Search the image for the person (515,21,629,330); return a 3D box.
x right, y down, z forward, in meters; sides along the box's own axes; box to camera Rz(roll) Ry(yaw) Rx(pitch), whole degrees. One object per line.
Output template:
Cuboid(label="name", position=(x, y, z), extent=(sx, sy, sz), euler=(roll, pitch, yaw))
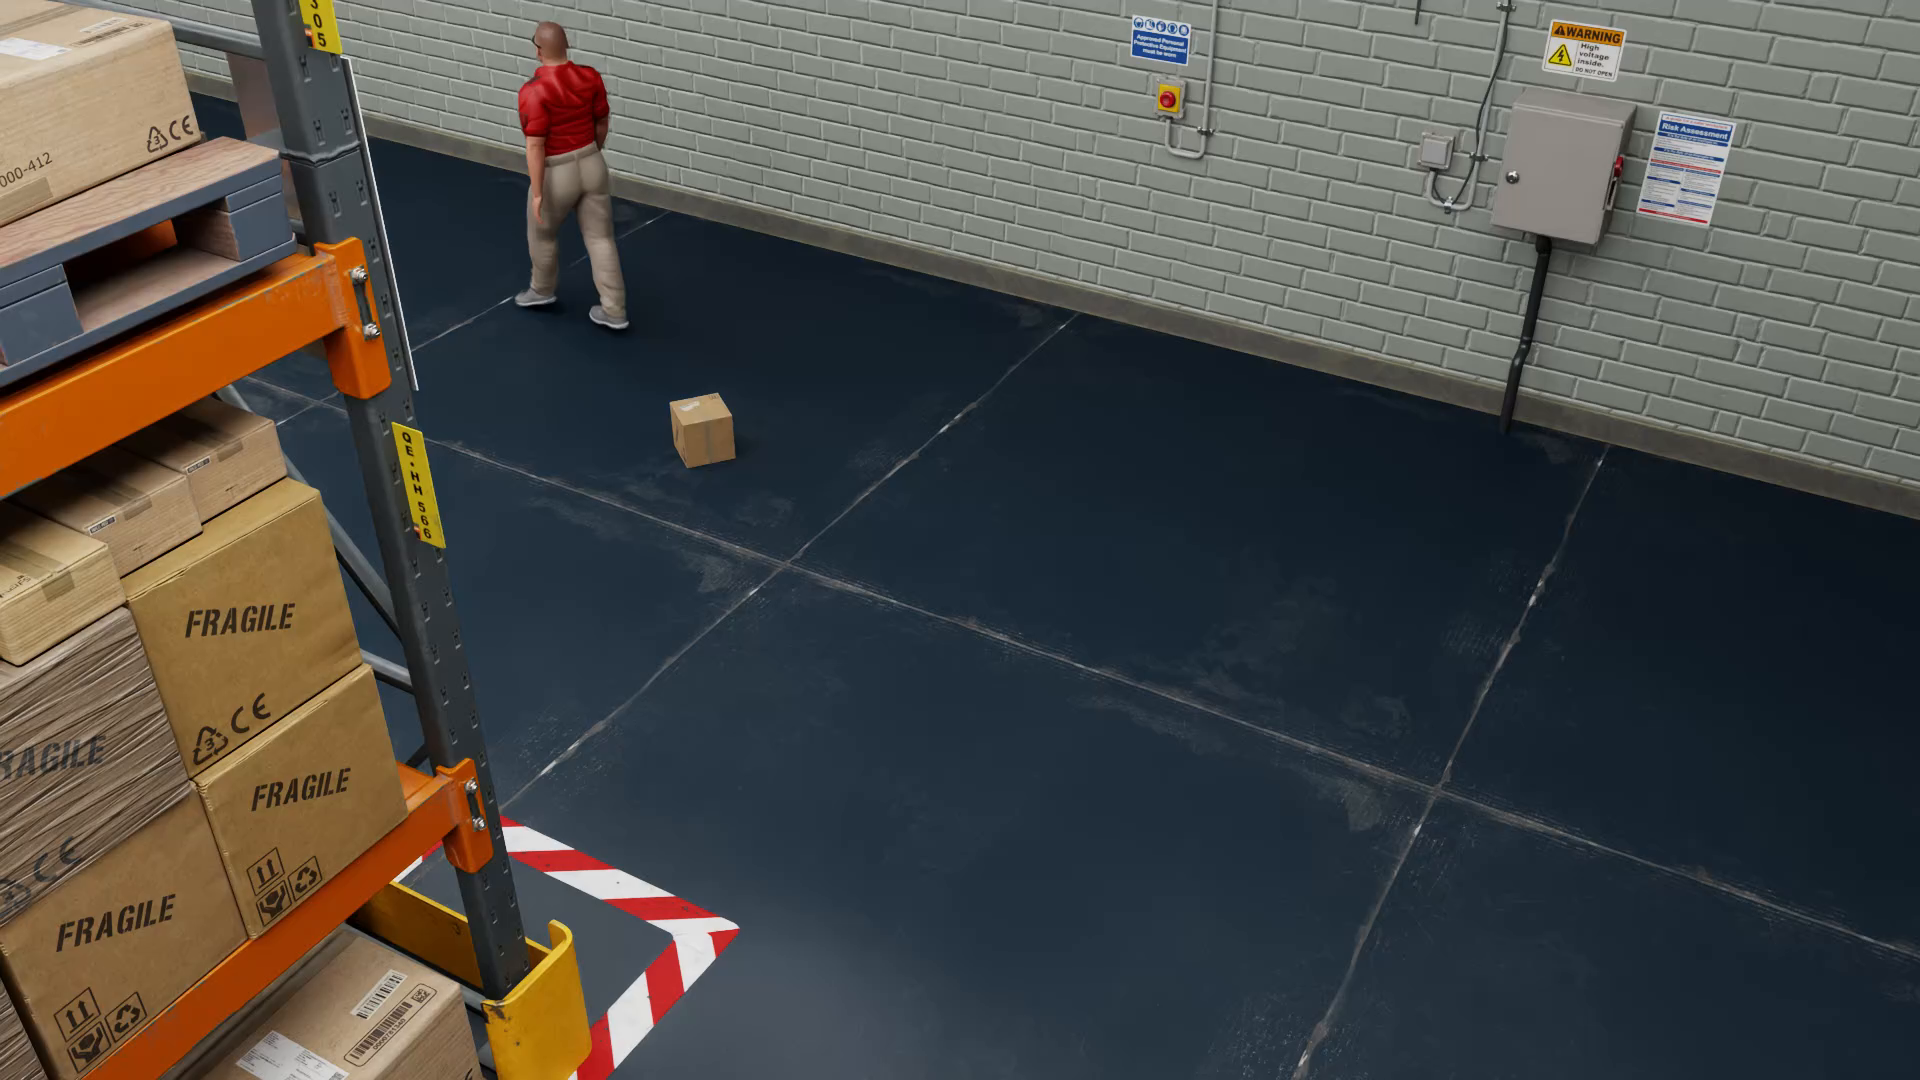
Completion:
Cuboid(label="person", position=(-2.196, -2.016, 9.162), extent=(0.578, 1.730, 0.861), euler=(-25, 41, -32))
